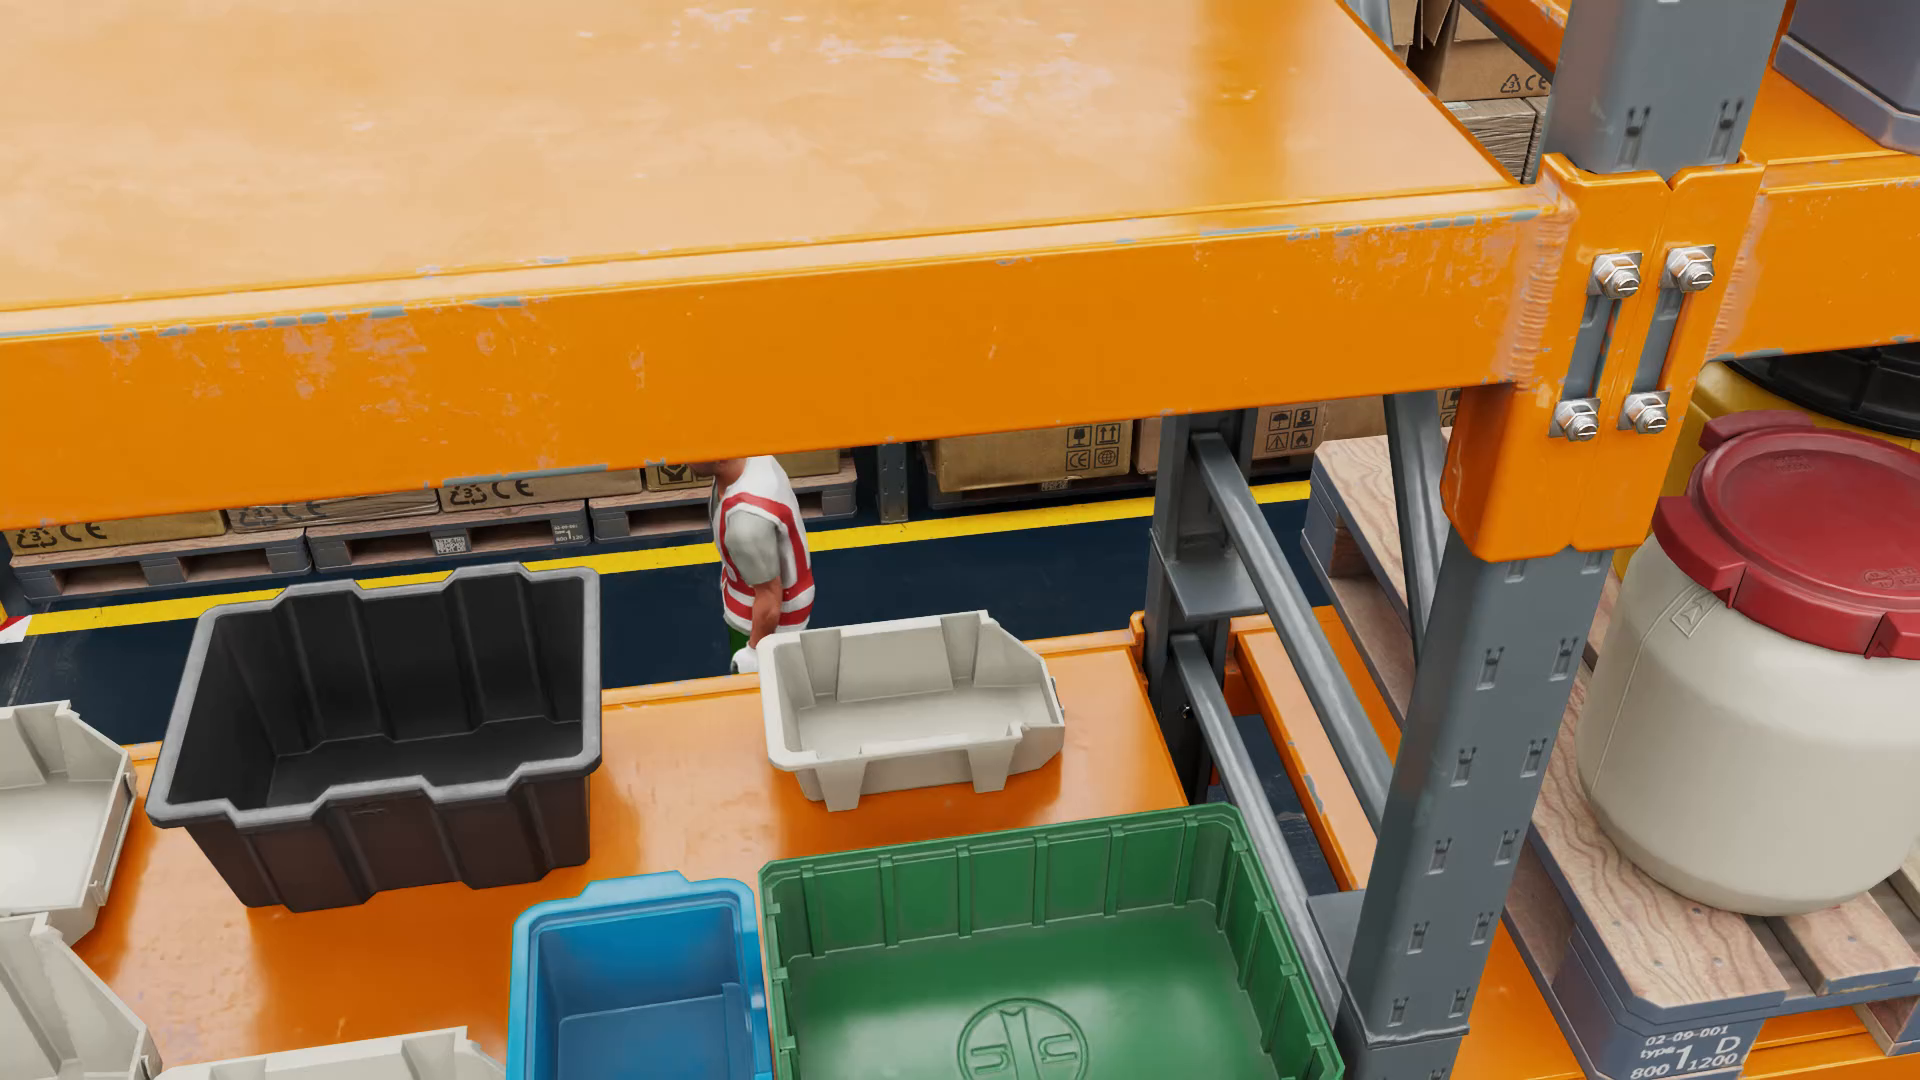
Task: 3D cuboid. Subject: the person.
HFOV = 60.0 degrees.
[{"bbox_3d":[-0.740,0.237,5.841,0.455,1.779,0.611,-7,39,-8],"label":"person"}]
